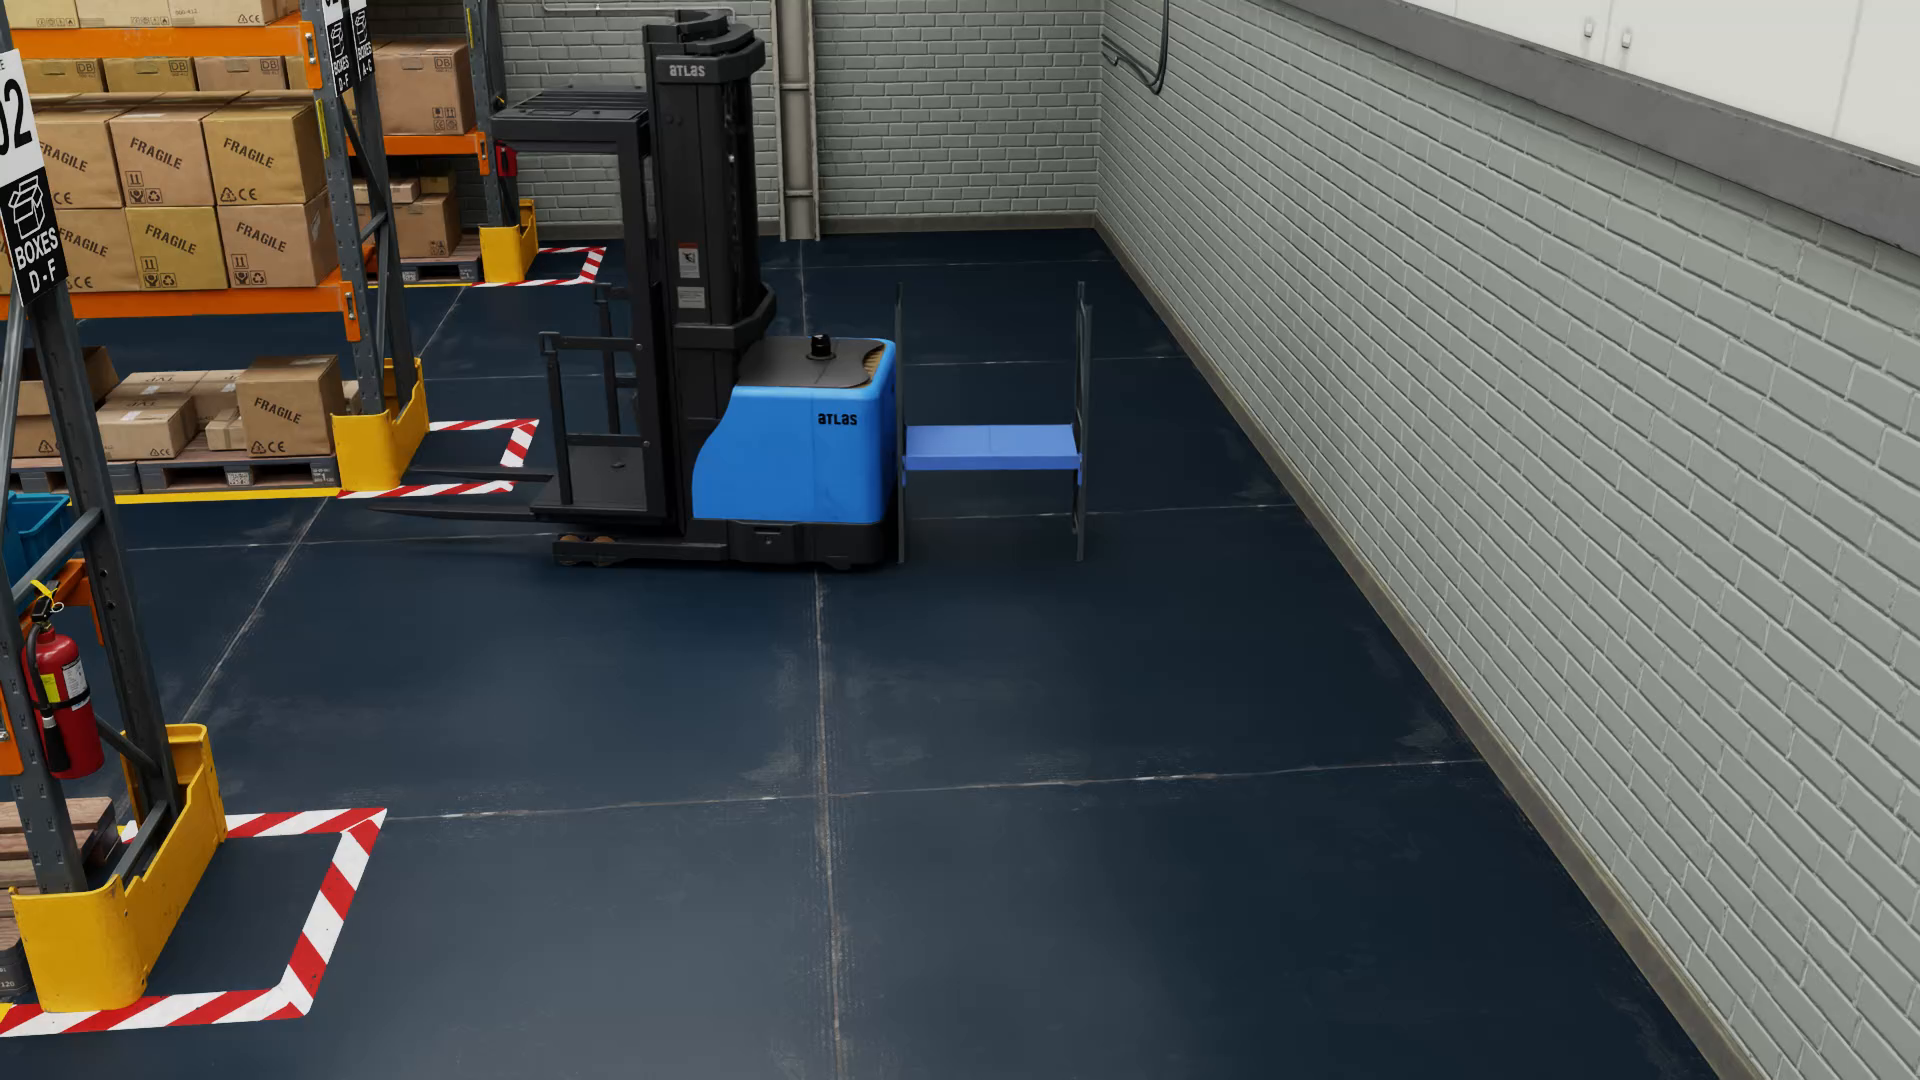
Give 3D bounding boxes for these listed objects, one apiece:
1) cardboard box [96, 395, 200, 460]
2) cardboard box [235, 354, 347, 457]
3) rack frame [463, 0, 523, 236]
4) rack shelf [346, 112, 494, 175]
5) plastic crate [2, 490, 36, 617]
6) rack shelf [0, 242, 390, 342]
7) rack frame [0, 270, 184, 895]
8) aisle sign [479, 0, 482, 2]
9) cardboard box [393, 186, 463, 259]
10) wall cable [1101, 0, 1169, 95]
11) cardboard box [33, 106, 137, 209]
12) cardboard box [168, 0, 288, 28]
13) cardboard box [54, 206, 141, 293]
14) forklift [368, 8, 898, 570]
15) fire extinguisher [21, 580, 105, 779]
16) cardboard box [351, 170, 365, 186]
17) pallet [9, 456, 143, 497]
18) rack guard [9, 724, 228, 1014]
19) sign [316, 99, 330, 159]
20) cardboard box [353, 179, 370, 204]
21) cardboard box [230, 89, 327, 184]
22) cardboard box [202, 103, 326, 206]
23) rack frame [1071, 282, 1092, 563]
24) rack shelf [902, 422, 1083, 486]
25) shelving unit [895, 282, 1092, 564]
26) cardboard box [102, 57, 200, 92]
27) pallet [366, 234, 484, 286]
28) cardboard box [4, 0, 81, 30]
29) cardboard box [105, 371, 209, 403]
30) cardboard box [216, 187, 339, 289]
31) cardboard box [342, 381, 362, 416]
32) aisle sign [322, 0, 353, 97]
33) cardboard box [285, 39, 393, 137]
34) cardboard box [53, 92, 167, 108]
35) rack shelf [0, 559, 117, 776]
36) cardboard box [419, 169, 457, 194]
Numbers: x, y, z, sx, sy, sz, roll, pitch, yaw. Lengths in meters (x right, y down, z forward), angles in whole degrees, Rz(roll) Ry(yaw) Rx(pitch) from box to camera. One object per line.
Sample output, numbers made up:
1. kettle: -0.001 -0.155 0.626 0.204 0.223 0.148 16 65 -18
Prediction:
1. cardboard box: -5.161 -0.713 10.504 0.500 0.250 0.500 -2 24 -5
2. cardboard box: -4.213 -0.853 10.512 0.500 0.500 0.500 -2 24 -5
3. rack frame: -4.186 -3.917 14.871 0.127 3.000 1.000 -2 24 -5
4. rack shelf: -6.177 -3.509 14.837 4.000 0.370 1.077 -2 24 -5
5. plastic crate: -3.528 0.132 5.642 0.499 0.435 0.616 -2 24 -5
6. rack shelf: -5.686 -1.507 10.333 4.000 0.370 1.077 -2 24 -5
7. rack frame: -3.213 0.087 5.861 0.127 3.000 1.000 -2 24 -5
8. aisle sign: -4.085 -4.987 14.076 0.004 0.787 0.394 -2 24 -5
9. cardboard box: -4.873 -2.899 15.139 0.500 0.500 0.700 -2 24 -5
10. wall cable: 1.477 -5.321 14.466 0.112 2.526 3.097 -2 24 -5
11. cardboard box: -5.130 -2.246 9.756 0.500 0.500 0.500 -2 24 -4
12. cardboard box: -4.181 -3.090 9.501 0.500 0.250 0.500 -2 24 -5
13. cardboard box: -5.128 -1.793 9.968 0.500 0.500 0.500 -2 24 -5
14. forklift: -1.891 -1.401 9.293 3.031 2.935 1.130 2 24 5
15. fire extinguisher: -3.018 0.470 5.553 0.183 0.674 0.296 -2 24 -5
16. cardboard box: -5.522 -3.251 15.132 0.250 0.149 0.380 -2 24 -5
17. pallet: -5.776 -0.558 10.747 1.213 0.211 1.003 -2 24 -5
18. rack guard: -3.190 1.223 6.383 0.348 0.500 1.175 -2 24 -5
19. sign: -3.661 -2.364 9.560 0.005 0.325 0.100 -2 24 -5
20. cardboard box: -5.237 -3.106 14.807 0.250 0.149 0.380 -2 24 -4
21. cardboard box: -4.163 -2.507 10.343 0.500 0.500 0.500 -2 24 -4
22. cardboard box: -4.112 -2.289 9.853 0.500 0.500 0.500 -3 24 -6
23. rack frame: 0.682 -0.659 9.385 0.032 1.500 0.500 0 24 -1
24. rack shelf: 0.174 -0.491 9.450 1.000 0.185 0.538 0 24 -1
25. shelving unit: 0.174 -0.655 9.377 1.048 1.500 0.538 0 24 -1
26. cardboard box: -6.899 -3.937 14.545 0.700 0.700 0.980 -3 24 -6
27. pallet: -4.974 -2.580 15.294 1.213 0.211 1.003 -2 24 -5
28. cardboard box: -5.176 -3.050 9.410 0.500 0.250 0.500 -2 24 -5
29. cardboard box: -5.260 -0.913 10.955 0.500 0.250 0.500 -2 24 -5
30. cardboard box: -4.115 -1.833 10.058 0.500 0.500 0.500 -2 24 -4
31. cardboard box: -4.146 -0.936 11.131 0.250 0.149 0.380 -2 24 -5
32. aisle sign: -3.598 -2.982 9.566 0.004 0.787 0.394 -2 24 -5
33. cardboard box: -5.416 -3.997 14.679 0.700 0.700 0.980 -2 24 -6
34. cardboard box: -5.181 -2.465 10.248 0.500 0.500 0.500 -2 24 -4
35. rack shelf: -5.203 0.496 5.828 4.000 0.370 1.077 -2 24 -5
36. cardboard box: -4.769 -3.281 15.200 0.250 0.149 0.380 -2 24 -5
